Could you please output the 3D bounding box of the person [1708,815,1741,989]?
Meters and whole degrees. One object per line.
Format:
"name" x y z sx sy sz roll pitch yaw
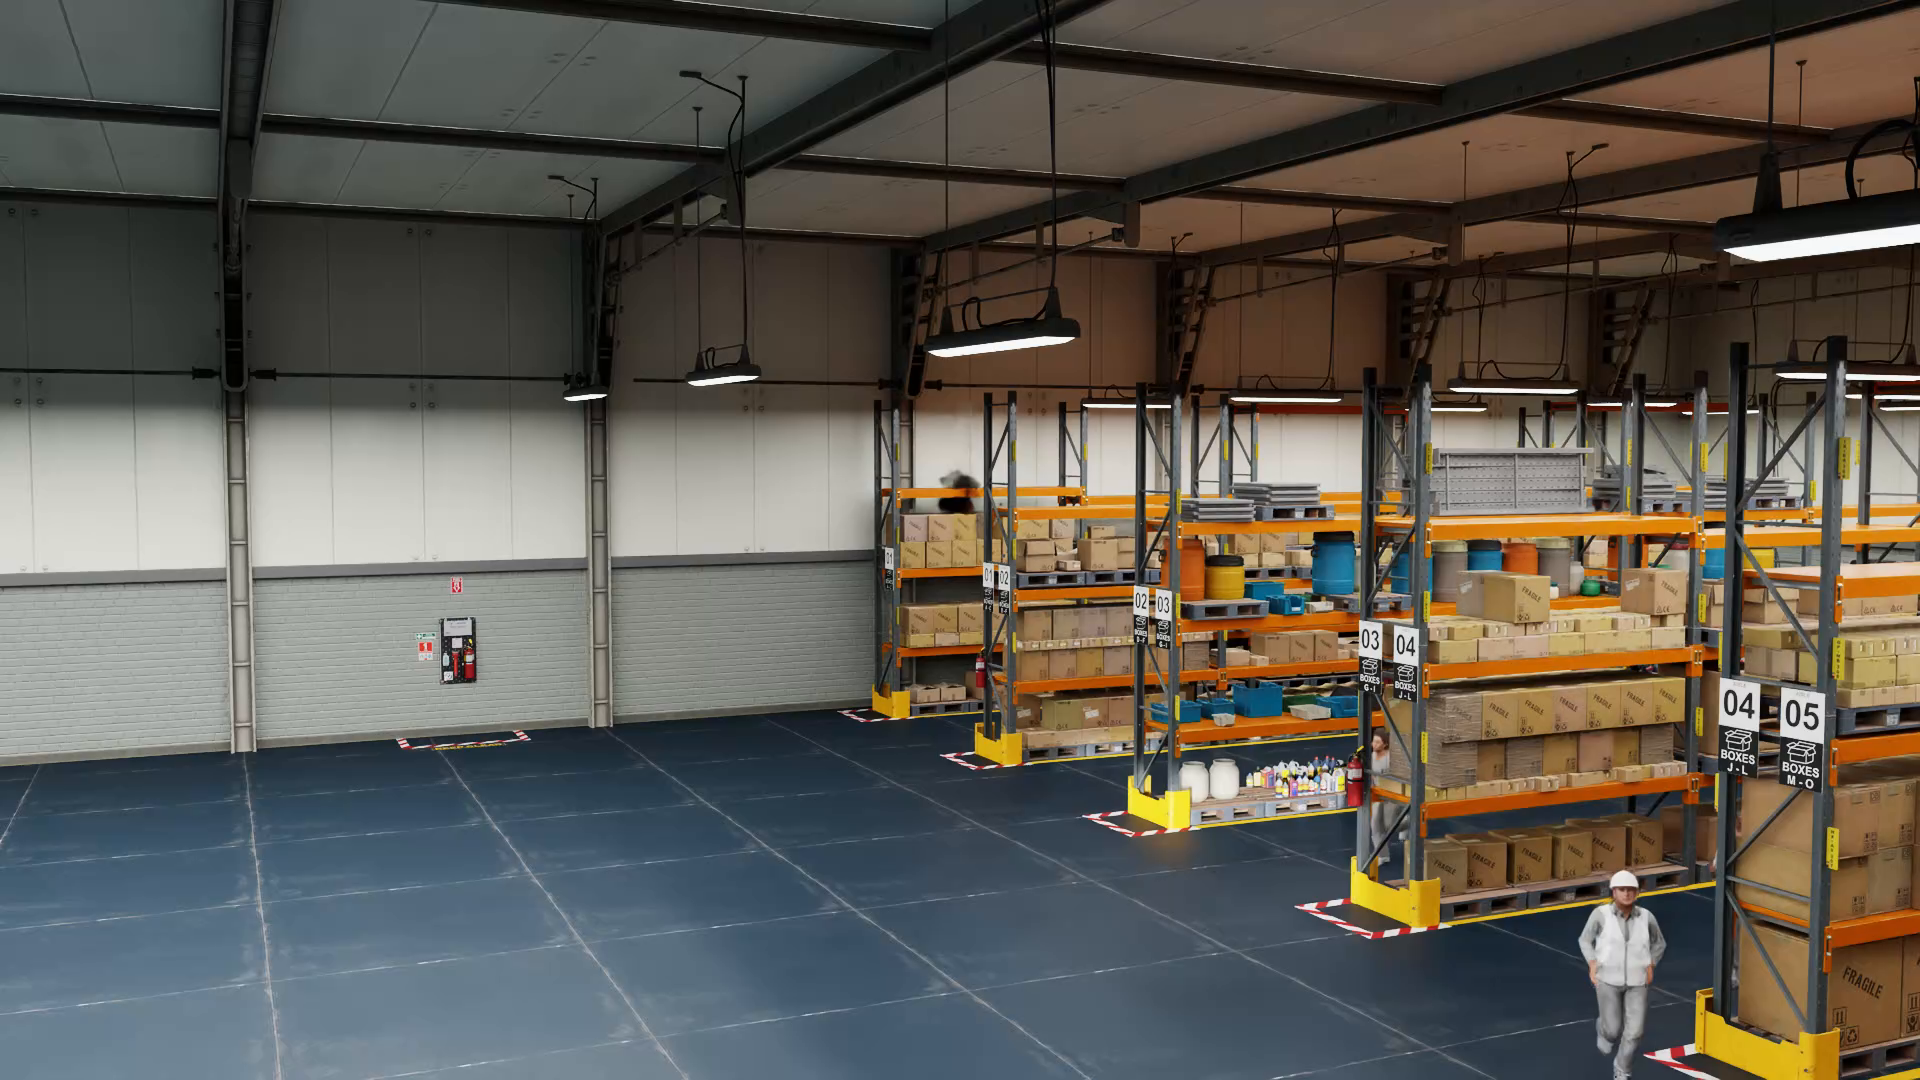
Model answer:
"person" 7.403 3.442 15.876 0.653 1.631 0.514 -2 4 -28

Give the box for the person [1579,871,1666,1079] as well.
"person" 5.356 3.531 13.448 0.666 1.744 0.627 1 3 13

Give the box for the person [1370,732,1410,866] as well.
"person" 5.307 3.176 20.591 0.803 1.648 0.576 -3 5 -43
